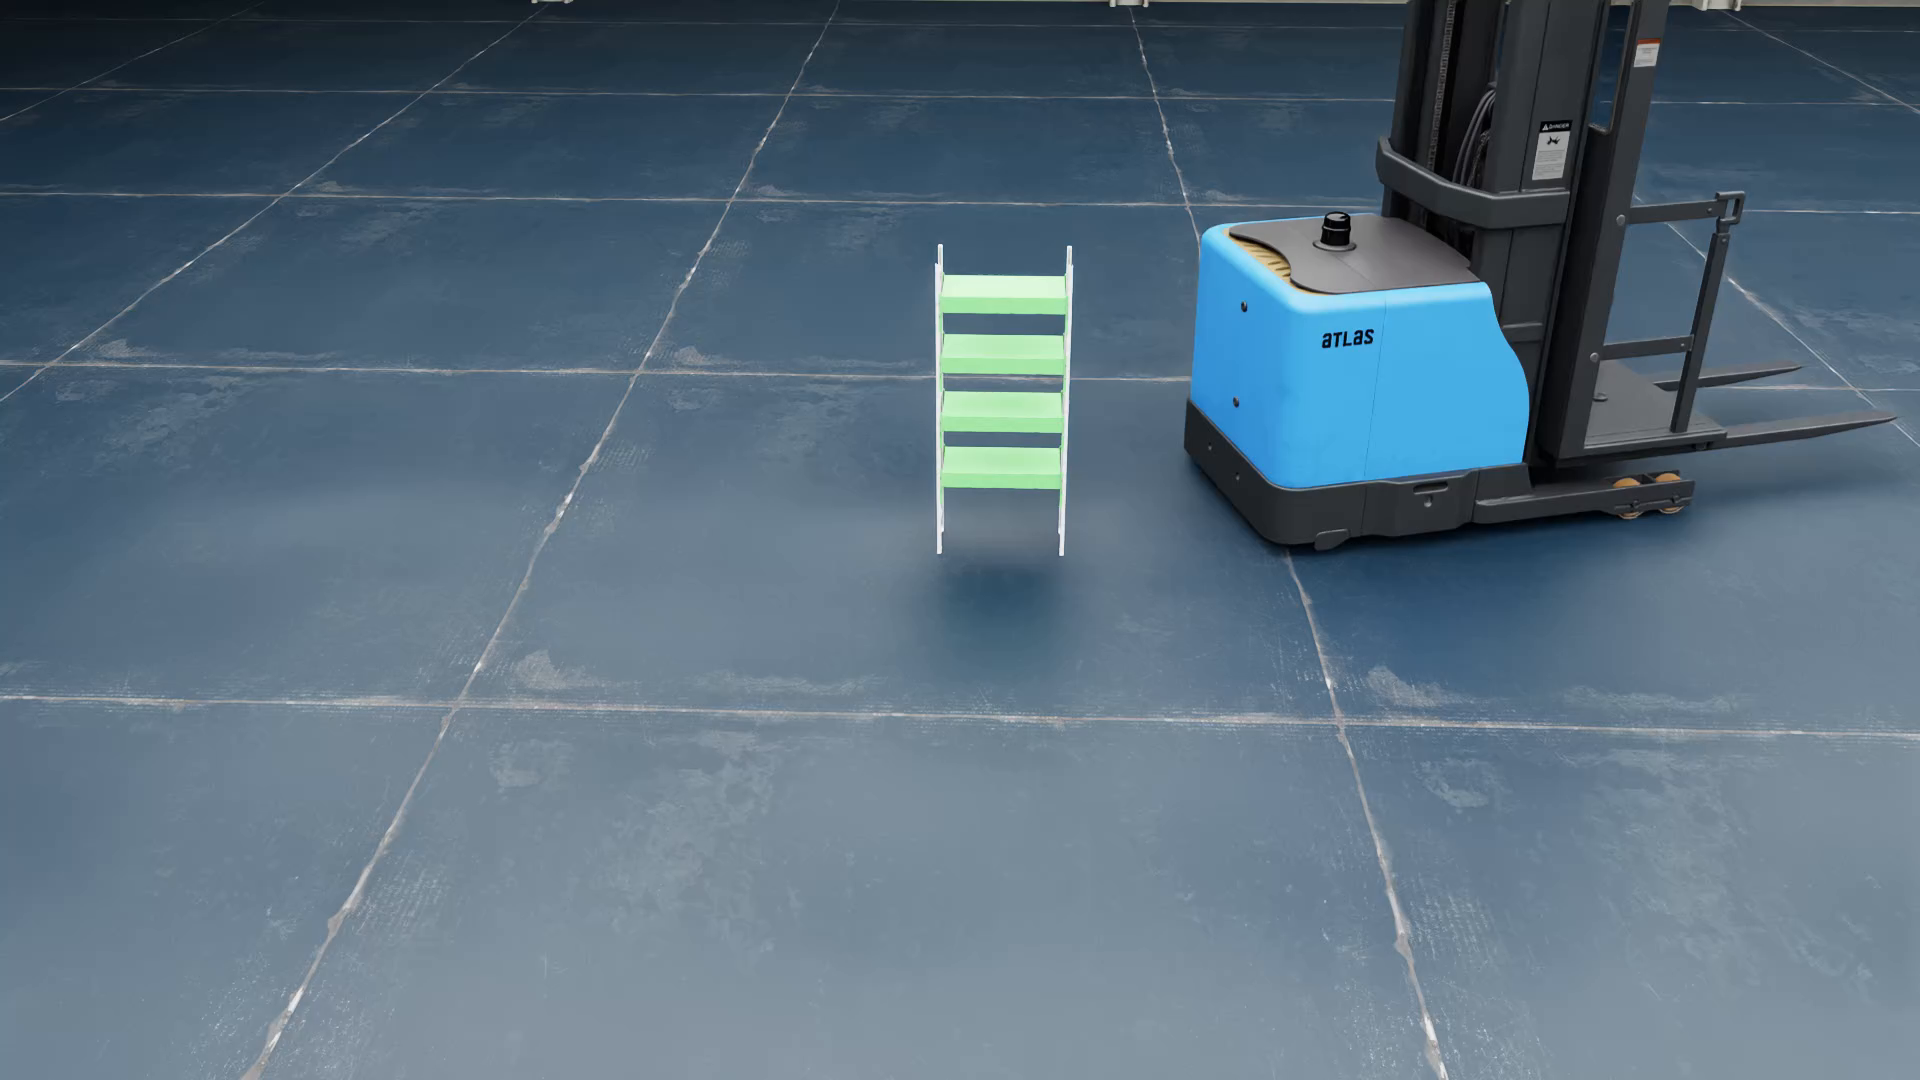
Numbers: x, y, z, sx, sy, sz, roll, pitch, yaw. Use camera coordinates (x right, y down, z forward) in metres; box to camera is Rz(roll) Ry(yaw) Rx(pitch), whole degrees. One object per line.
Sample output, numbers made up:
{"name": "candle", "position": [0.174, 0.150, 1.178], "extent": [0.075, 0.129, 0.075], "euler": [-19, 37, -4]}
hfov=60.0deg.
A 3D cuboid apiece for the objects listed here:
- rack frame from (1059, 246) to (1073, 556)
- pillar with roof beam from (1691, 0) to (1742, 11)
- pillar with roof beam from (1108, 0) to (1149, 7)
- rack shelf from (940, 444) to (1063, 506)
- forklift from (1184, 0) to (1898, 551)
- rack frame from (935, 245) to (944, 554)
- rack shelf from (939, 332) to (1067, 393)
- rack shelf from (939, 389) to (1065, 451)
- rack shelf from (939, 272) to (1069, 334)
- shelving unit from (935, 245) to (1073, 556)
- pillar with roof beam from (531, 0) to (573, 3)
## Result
{"name": "rack frame", "position": [0.409, -0.523, 6.456], "extent": [0.015, 1.200, 0.240], "euler": [1, 28, 2]}
{"name": "pillar with roof beam", "position": [7.588, -7.416, 11.133], "extent": [0.400, 9.000, 9.100], "euler": [1, 28, 2]}
{"name": "pillar with roof beam", "position": [1.592, -7.516, 11.320], "extent": [0.400, 9.000, 9.100], "euler": [1, 28, 2]}
{"name": "rack shelf", "position": [0.165, -0.259, 6.606], "extent": [0.480, 0.148, 0.258], "euler": [1, 28, 2]}
{"name": "forklift", "position": [2.566, -1.614, 6.666], "extent": [3.031, 2.935, 1.130], "euler": [-7, 29, -13]}
{"name": "rack frame", "position": [-0.078, -0.531, 6.471], "extent": [0.015, 1.200, 0.240], "euler": [1, 28, 2]}
{"name": "rack shelf", "position": [0.165, -0.683, 6.381], "extent": [0.480, 0.148, 0.258], "euler": [1, 28, 2]}
{"name": "rack shelf", "position": [0.165, -0.471, 6.494], "extent": [0.480, 0.148, 0.258], "euler": [1, 28, 2]}
{"name": "rack shelf", "position": [0.165, -0.895, 6.269], "extent": [0.480, 0.148, 0.258], "euler": [1, 28, 2]}
{"name": "shelving unit", "position": [0.165, -0.527, 6.464], "extent": [0.503, 1.200, 0.258], "euler": [1, 28, 2]}
{"name": "pillar with roof beam", "position": [-4.404, -7.615, 11.507], "extent": [0.400, 9.000, 9.100], "euler": [1, 28, 2]}
